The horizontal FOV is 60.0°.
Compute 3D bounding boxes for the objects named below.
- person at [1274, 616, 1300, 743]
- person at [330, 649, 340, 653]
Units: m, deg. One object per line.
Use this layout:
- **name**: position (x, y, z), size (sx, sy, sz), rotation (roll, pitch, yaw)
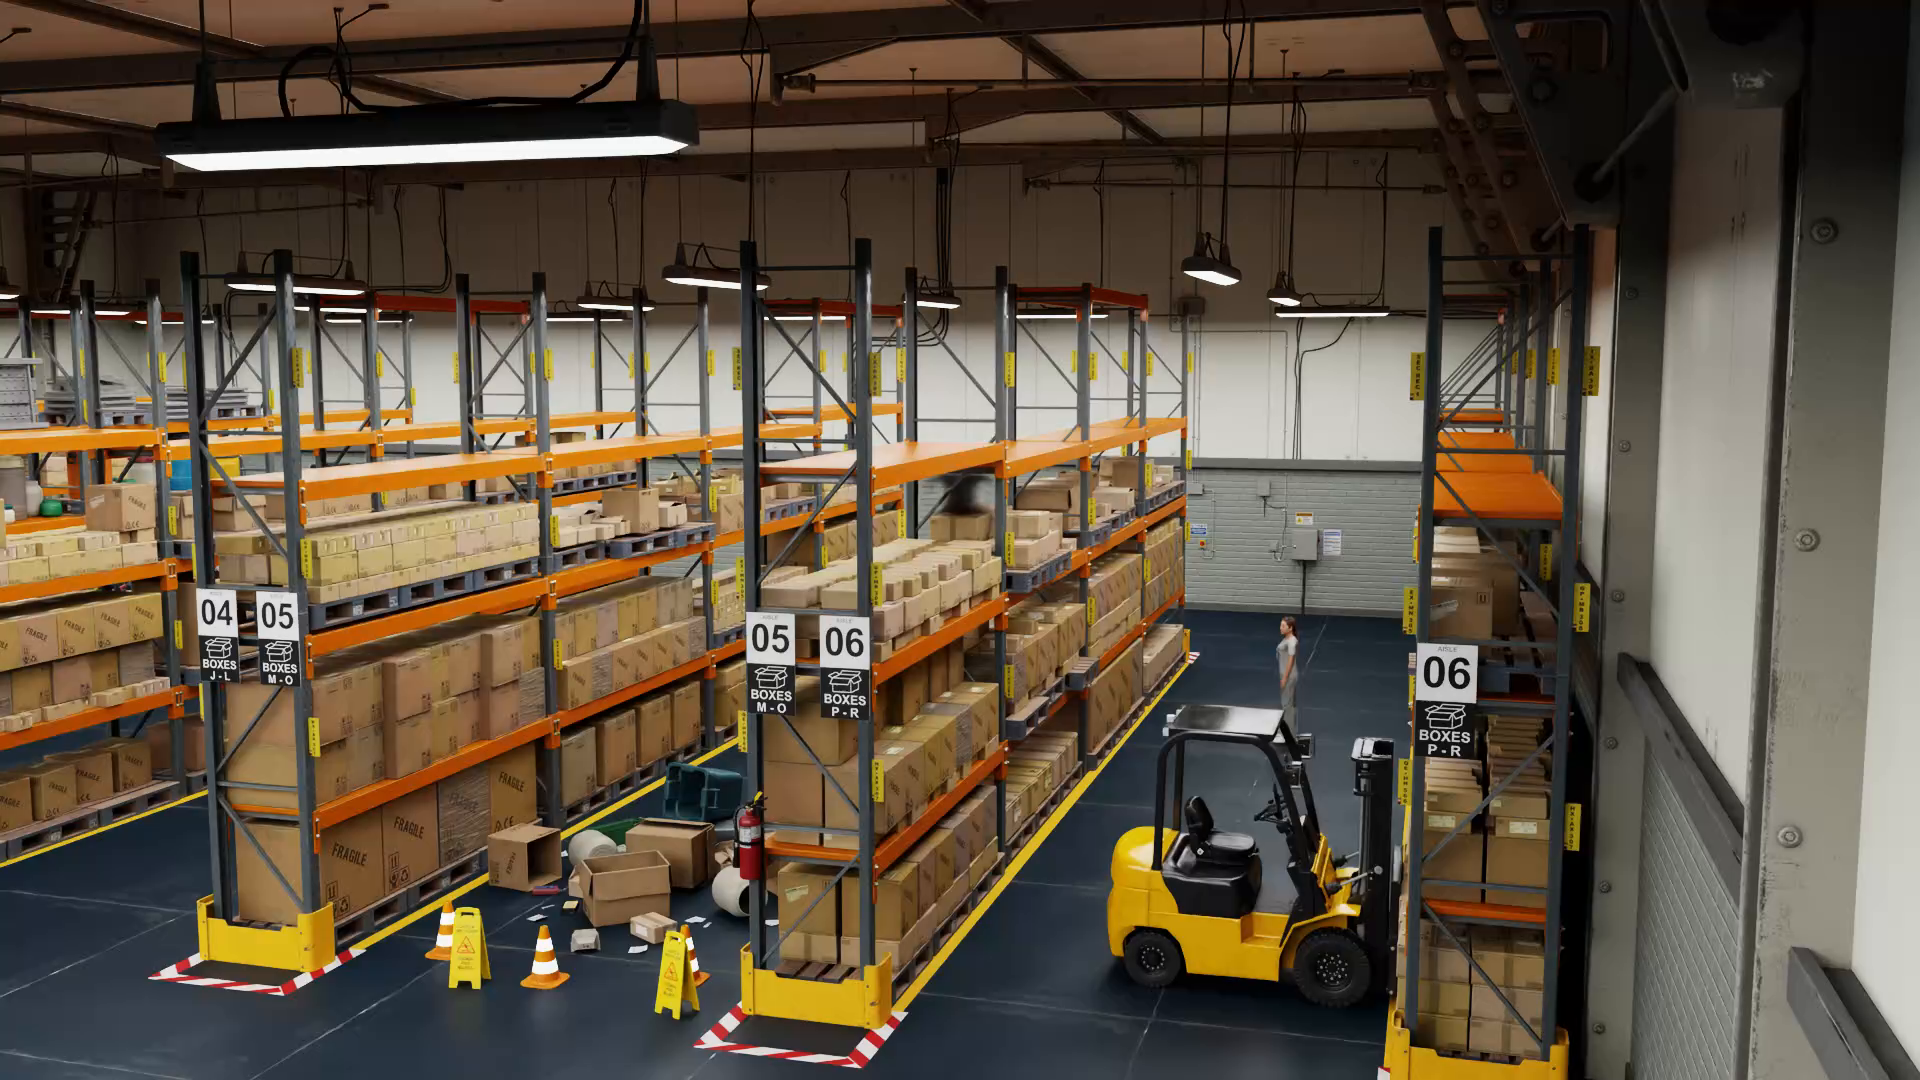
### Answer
- **person**: position (4.365, 1.853, 22.148), size (0.332, 1.676, 0.464), rotation (1, 6, 9)
- **person**: position (-7.354, 2.121, 19.870), size (0.526, 1.684, 0.367), rotation (-4, 8, -33)
